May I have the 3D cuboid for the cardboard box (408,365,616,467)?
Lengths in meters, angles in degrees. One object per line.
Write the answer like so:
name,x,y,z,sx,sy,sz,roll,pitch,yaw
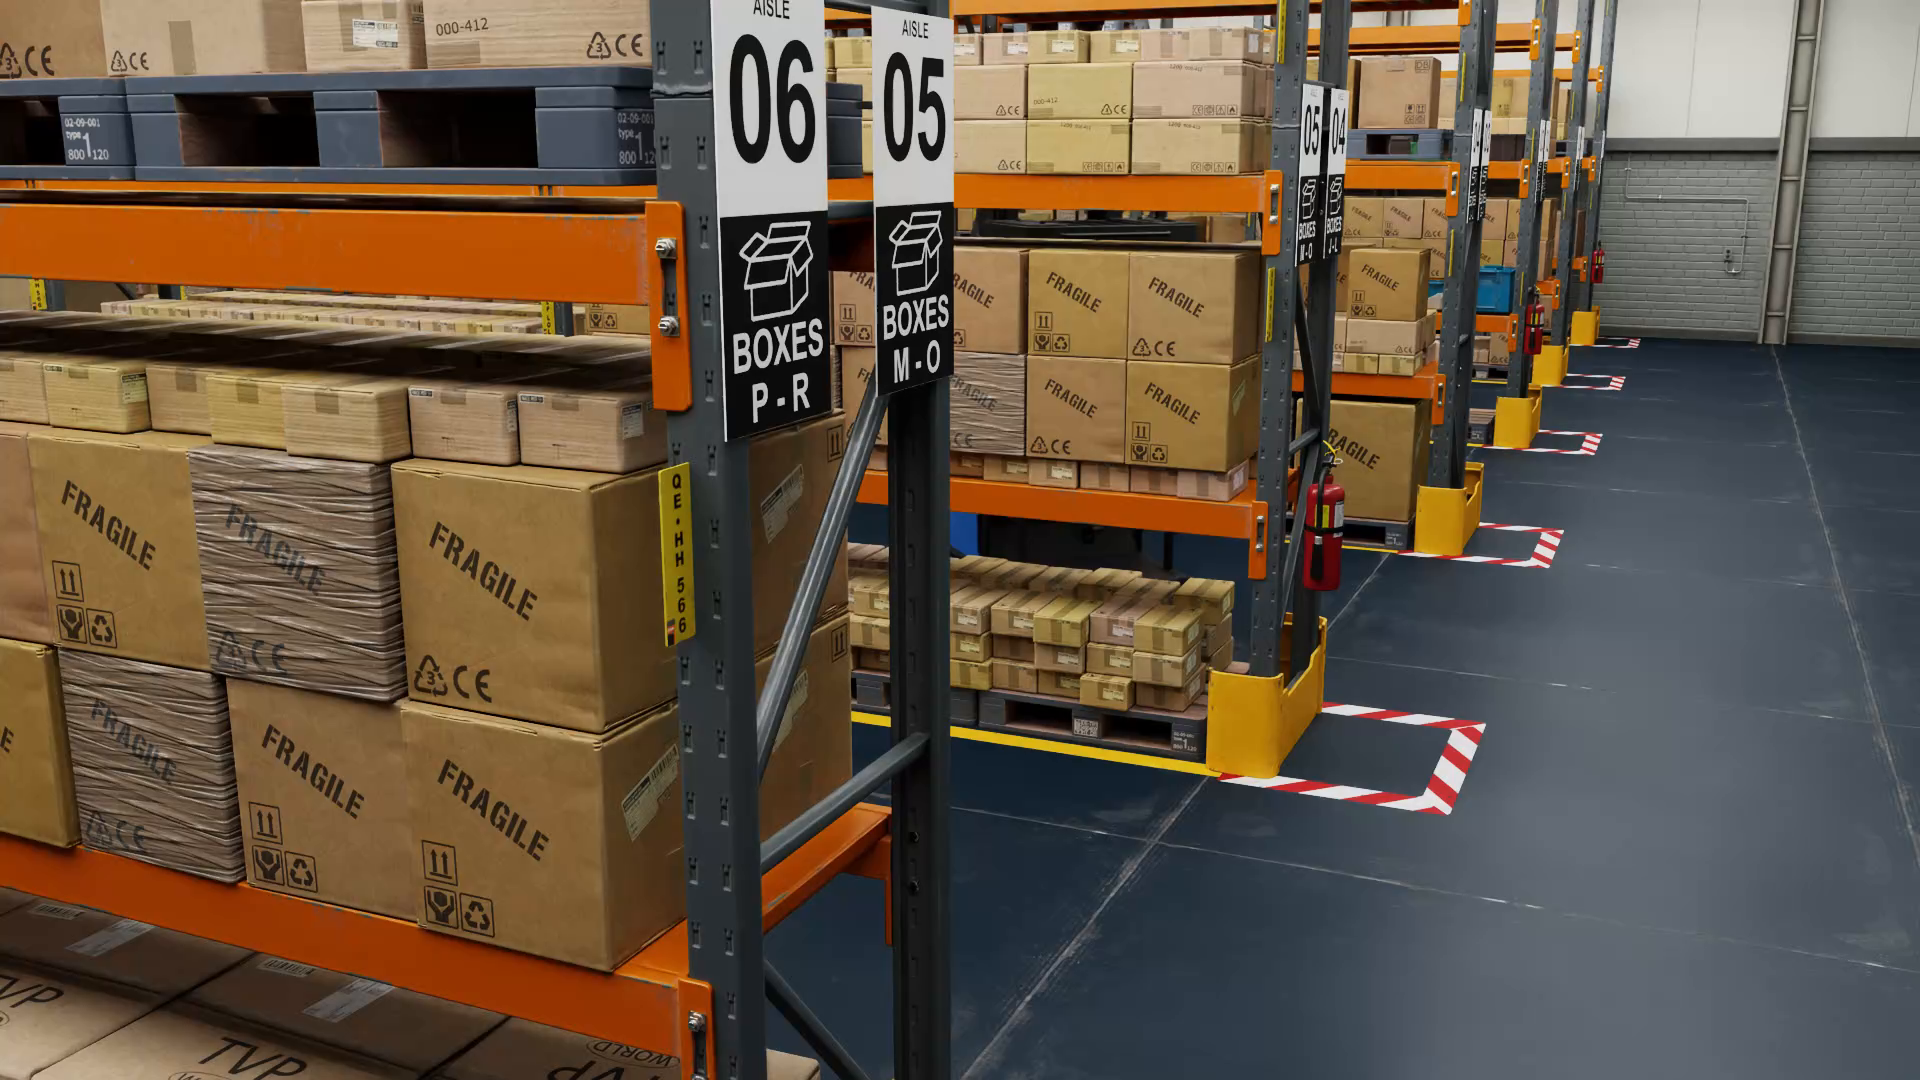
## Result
cardboard box,-0.930,-0.268,3.501,0.250,0.149,0.380,6,15,24

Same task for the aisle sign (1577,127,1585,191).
aisle sign,7.932,-4.866,21.234,0.004,0.787,0.394,6,14,23

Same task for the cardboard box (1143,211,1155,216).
cardboard box,3.255,-5.375,28.180,0.500,0.500,0.500,6,15,25

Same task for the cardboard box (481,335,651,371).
cardboard box,-0.951,-0.406,4.090,0.250,0.149,0.380,6,15,25

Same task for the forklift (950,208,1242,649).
forklift,0.746,-0.914,10.235,1.130,2.935,3.031,-5,14,-19

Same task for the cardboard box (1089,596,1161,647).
cardboard box,0.841,0.413,8.448,0.250,0.149,0.380,6,15,24

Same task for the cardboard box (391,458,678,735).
cardboard box,-0.816,0.063,3.512,0.500,0.500,0.500,6,15,25

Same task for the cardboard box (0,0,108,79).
cardboard box,-2.061,-1.386,4.174,0.500,0.500,0.500,6,15,24

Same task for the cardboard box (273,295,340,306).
cardboard box,-4.333,-1.540,11.081,0.250,0.149,0.380,6,15,25

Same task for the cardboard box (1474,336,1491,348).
cardboard box,6.912,-2.576,22.225,0.500,0.250,0.500,6,14,23

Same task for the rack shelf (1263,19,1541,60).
rack shelf,3.913,-5.072,17.120,4.000,0.370,1.077,6,14,23

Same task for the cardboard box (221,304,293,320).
cardboard box,-4.377,-1.381,10.404,0.250,0.149,0.380,7,15,26

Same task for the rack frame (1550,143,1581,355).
rack frame,7.751,-3.545,21.297,0.127,3.000,1.000,6,14,23

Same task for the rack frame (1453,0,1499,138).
rack frame,3.735,-4.397,11.795,0.127,3.000,1.000,6,14,23

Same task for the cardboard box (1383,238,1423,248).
cardboard box,5.841,-3.720,21.821,0.500,0.500,0.500,6,14,22

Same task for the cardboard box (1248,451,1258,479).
cardboard box,1.470,-0.426,8.553,0.250,0.149,0.380,6,14,23

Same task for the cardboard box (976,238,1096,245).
cardboard box,0.400,-1.325,8.777,0.500,0.500,0.500,5,14,22

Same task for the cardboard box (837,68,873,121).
cardboard box,-0.282,-2.214,8.292,0.500,0.250,0.500,5,14,21

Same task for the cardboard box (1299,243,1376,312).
cardboard box,2.948,-2.060,13.005,0.500,0.500,0.500,5,14,22

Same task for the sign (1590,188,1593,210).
sign,9.521,-5.147,25.071,0.005,0.325,0.100,6,14,23

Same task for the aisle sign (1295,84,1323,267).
aisle sign,1.579,-1.646,7.512,0.004,0.787,0.394,6,14,23

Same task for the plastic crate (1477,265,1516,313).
plastic crate,5.359,-2.549,16.844,0.499,0.435,0.616,6,14,23

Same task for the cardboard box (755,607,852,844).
cardboard box,-0.601,0.440,4.093,0.500,0.500,0.500,6,14,23

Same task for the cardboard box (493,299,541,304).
cardboard box,-4.089,-2.511,15.753,0.500,0.500,0.500,4,14,16

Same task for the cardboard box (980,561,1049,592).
cardboard box,0.303,0.241,9.181,0.250,0.149,0.380,6,15,25

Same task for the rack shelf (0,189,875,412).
rack shelf,-2.108,-0.702,4.187,4.000,0.370,1.077,6,14,23

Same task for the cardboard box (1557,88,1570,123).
cardboard box,8.974,-6.596,25.283,0.500,0.500,0.500,6,14,23

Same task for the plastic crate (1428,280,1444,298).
plastic crate,5.047,-2.611,17.551,0.300,0.233,0.416,6,14,23

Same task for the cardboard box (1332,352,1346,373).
cardboard box,2.808,-1.365,12.558,0.250,0.149,0.380,6,14,23

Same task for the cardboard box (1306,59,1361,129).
cardboard box,2.772,-3.353,12.553,0.500,0.500,0.700,5,14,21

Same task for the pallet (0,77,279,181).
pallet,-2.081,-1.003,4.090,1.213,0.211,1.003,6,14,23

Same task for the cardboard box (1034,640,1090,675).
cardboard box,0.560,0.552,8.506,0.250,0.149,0.380,5,14,21

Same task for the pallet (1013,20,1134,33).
pallet,1.315,-5.585,18.147,1.213,0.211,1.003,6,14,23

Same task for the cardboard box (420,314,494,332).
cardboard box,-2.951,-1.237,9.789,0.250,0.149,0.380,5,14,21

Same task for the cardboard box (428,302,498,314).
cardboard box,-3.150,-1.420,10.569,0.250,0.149,0.380,6,14,23

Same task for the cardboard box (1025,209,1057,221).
cardboard box,1.484,-5.671,29.173,0.500,0.500,0.700,4,14,18

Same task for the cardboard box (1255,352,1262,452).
cardboard box,1.335,-0.742,8.483,0.500,0.500,0.500,7,15,26

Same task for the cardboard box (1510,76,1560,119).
cardboard box,7.275,-5.585,21.016,0.500,0.500,0.700,6,14,23

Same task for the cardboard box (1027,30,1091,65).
cardboard box,0.505,-2.313,7.839,0.250,0.149,0.380,6,14,24

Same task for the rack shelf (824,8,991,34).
rack shelf,-1.751,-4.407,14.289,4.000,0.370,1.077,6,14,23

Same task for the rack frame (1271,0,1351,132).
rack frame,1.634,-3.370,7.420,0.127,3.000,1.000,6,14,23

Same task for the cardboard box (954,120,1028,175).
cardboard box,0.193,-1.918,8.126,0.500,0.250,0.500,6,15,26

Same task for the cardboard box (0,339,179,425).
cardboard box,-2.109,-0.384,3.997,0.250,0.149,0.380,6,15,25

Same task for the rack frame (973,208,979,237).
rack frame,0.437,-4.285,24.451,0.127,3.000,1.000,6,14,23

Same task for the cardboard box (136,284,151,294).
cardboard box,-8.564,-2.914,17.735,0.500,0.500,0.875,6,14,23

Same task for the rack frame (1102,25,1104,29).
rack frame,2.440,-8.241,28.177,0.127,3.000,1.000,6,14,23

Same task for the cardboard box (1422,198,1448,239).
cardboard box,6.294,-4.158,21.500,0.500,0.500,0.500,6,15,25

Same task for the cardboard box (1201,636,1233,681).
cardboard box,1.284,0.618,8.874,0.250,0.149,0.380,6,15,24

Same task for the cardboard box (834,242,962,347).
cardboard box,-0.313,-1.262,8.507,0.500,0.500,0.500,5,14,21

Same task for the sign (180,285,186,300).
sign,-5.470,-1.829,11.623,0.005,0.325,0.100,6,14,23

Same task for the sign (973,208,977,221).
sign,0.215,-4.733,23.824,0.005,0.325,0.100,6,14,23

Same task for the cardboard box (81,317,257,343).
cardboard box,-2.152,-0.515,4.555,0.250,0.149,0.380,6,14,23
